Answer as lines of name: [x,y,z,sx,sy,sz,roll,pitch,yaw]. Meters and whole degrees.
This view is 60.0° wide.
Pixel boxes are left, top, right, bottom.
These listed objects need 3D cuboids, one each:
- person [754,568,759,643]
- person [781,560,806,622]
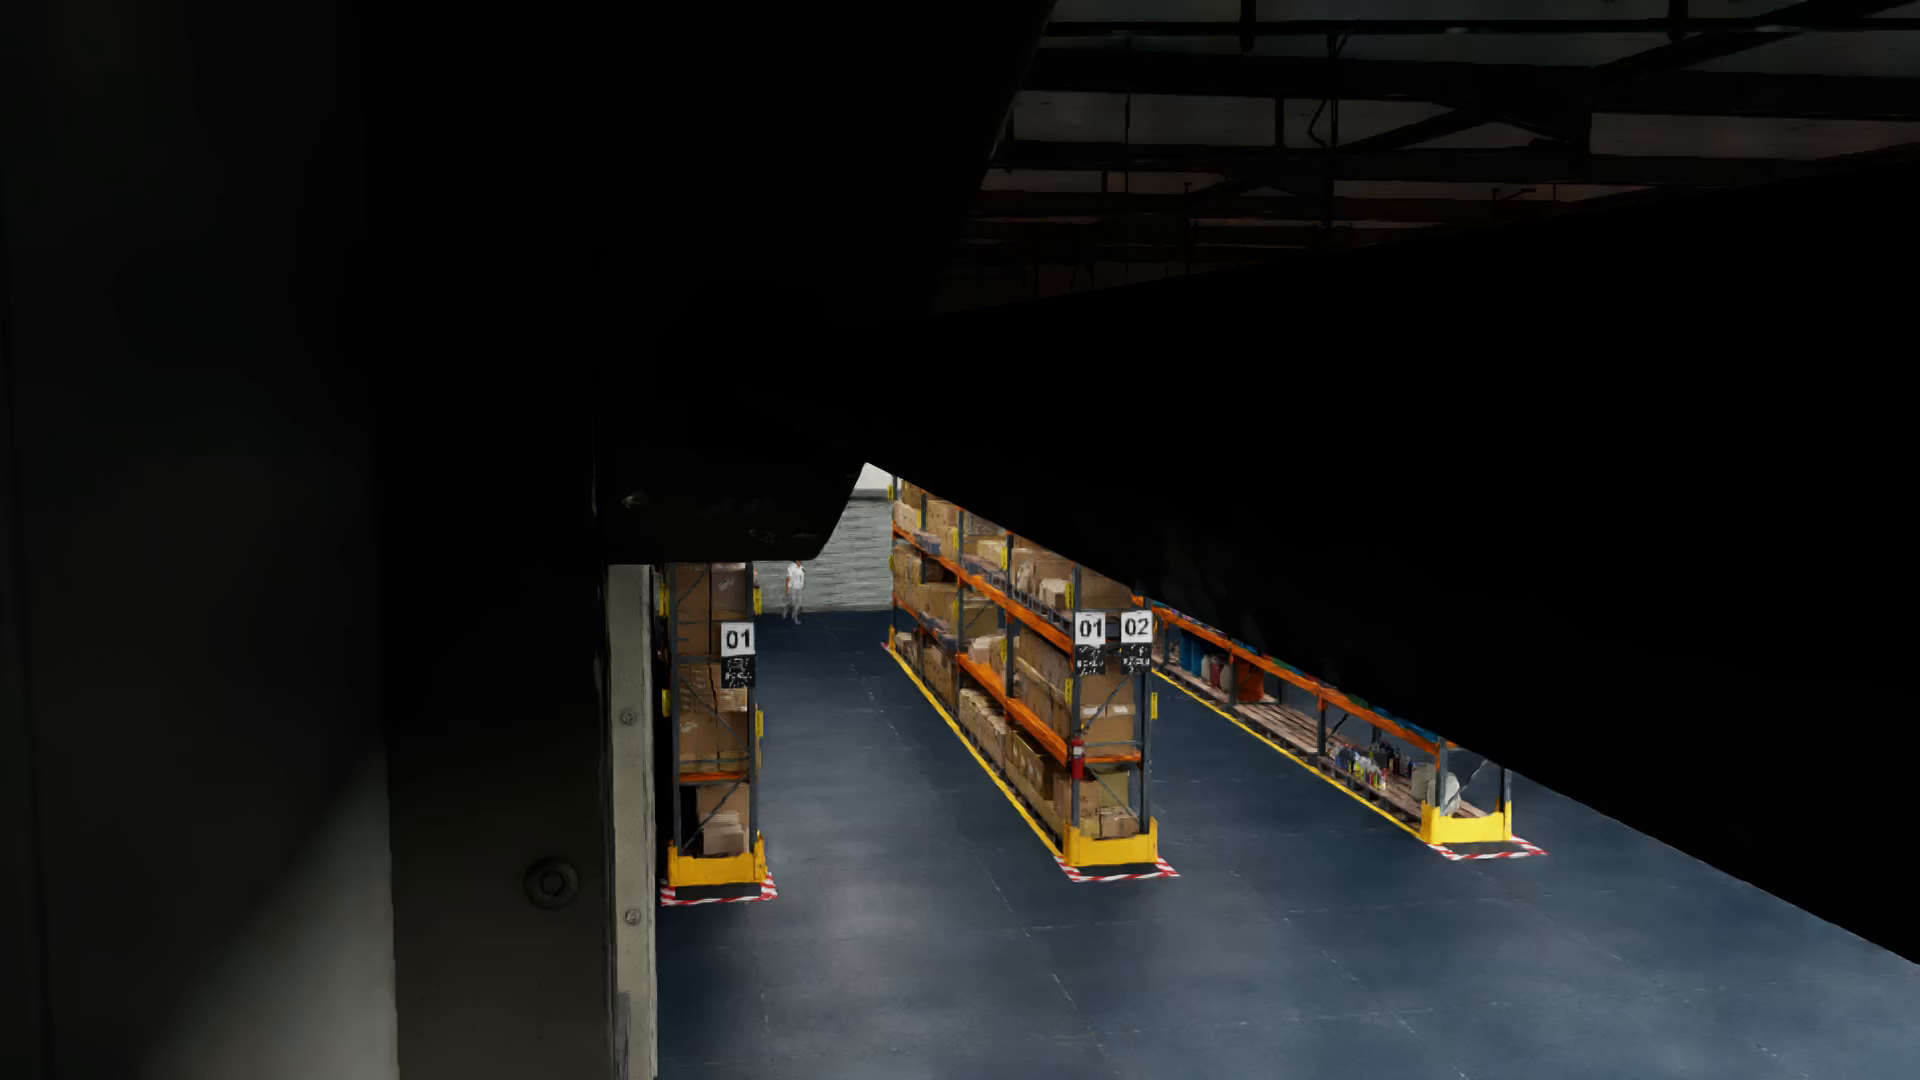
person: [-4.730,1.461,37.092,0.471,1.712,0.698,2,6,15]
person: [-4.030,1.167,40.253,0.573,1.653,0.552,6,8,42]
